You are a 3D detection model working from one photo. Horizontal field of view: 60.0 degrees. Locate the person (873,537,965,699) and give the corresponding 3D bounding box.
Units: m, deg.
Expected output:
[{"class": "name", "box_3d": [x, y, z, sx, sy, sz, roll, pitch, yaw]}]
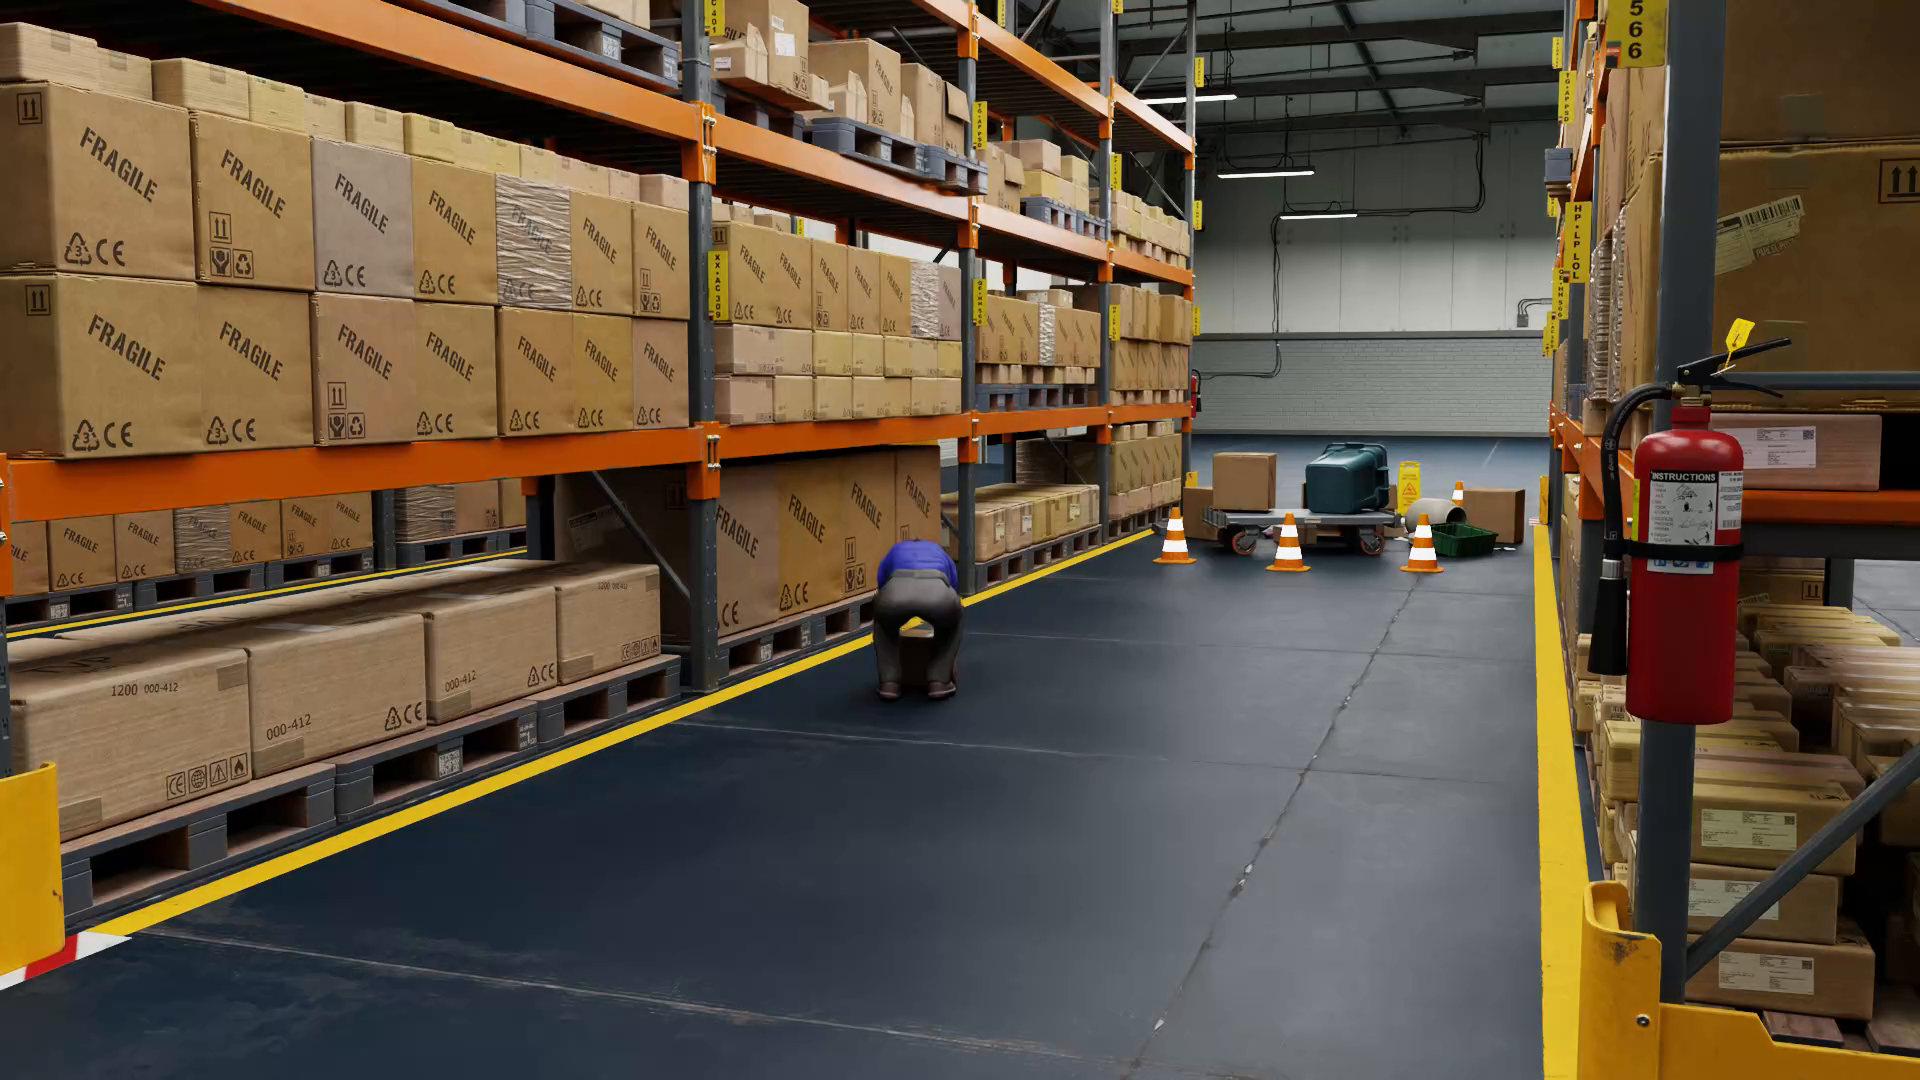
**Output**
[{"class": "person", "box_3d": [-0.206, 0.387, 8.161, 0.451, 0.757, 0.861, 0, 5, 3]}]
